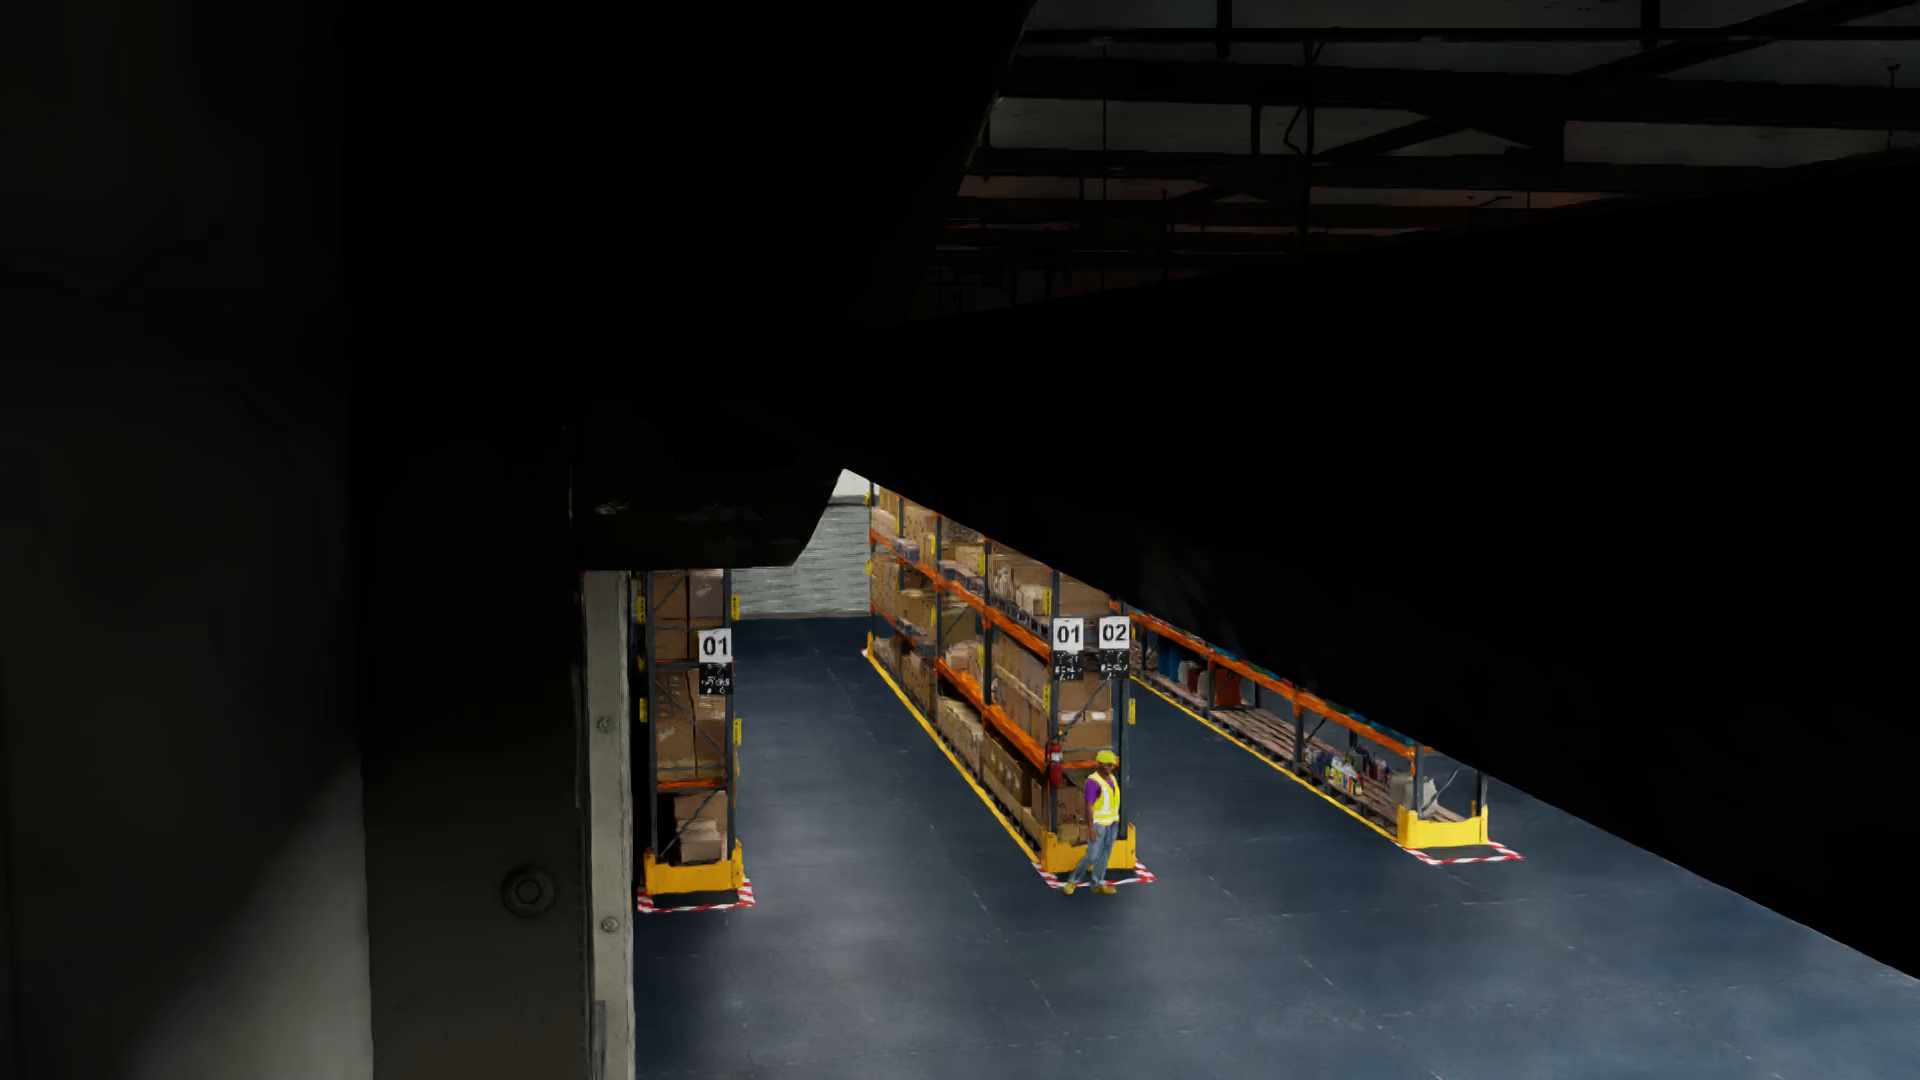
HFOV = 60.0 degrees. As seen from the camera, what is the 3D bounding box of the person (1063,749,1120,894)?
[{"bbox_3d":[1.593,3.381,19.890,0.529,1.759,0.746,5,8,38],"label":"person"}]
